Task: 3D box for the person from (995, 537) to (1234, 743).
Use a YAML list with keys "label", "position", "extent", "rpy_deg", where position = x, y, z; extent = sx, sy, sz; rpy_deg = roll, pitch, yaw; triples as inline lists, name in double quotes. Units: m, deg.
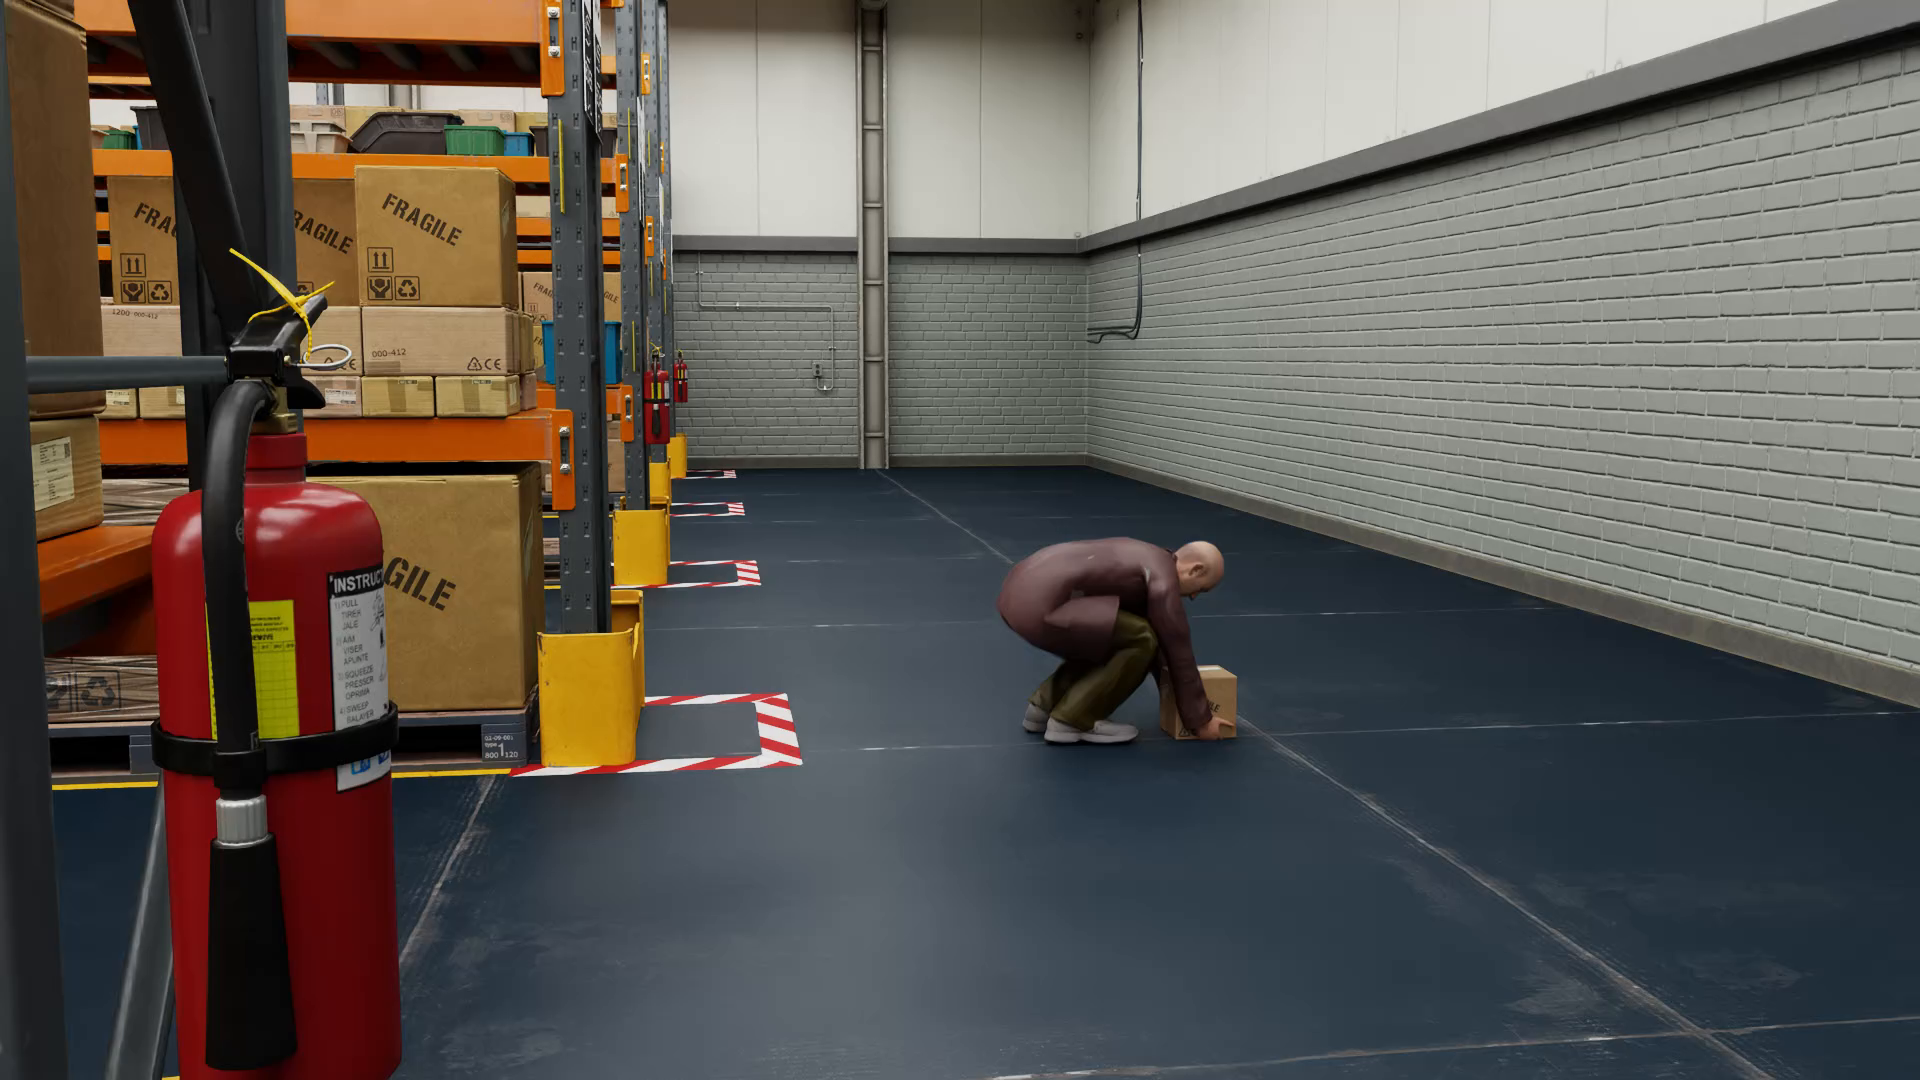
- label: "person"
  position: [0.613, 0.404, 6.676]
  extent: [0.949, 0.814, 0.575]
  rpy_deg: [-1, 6, -10]
